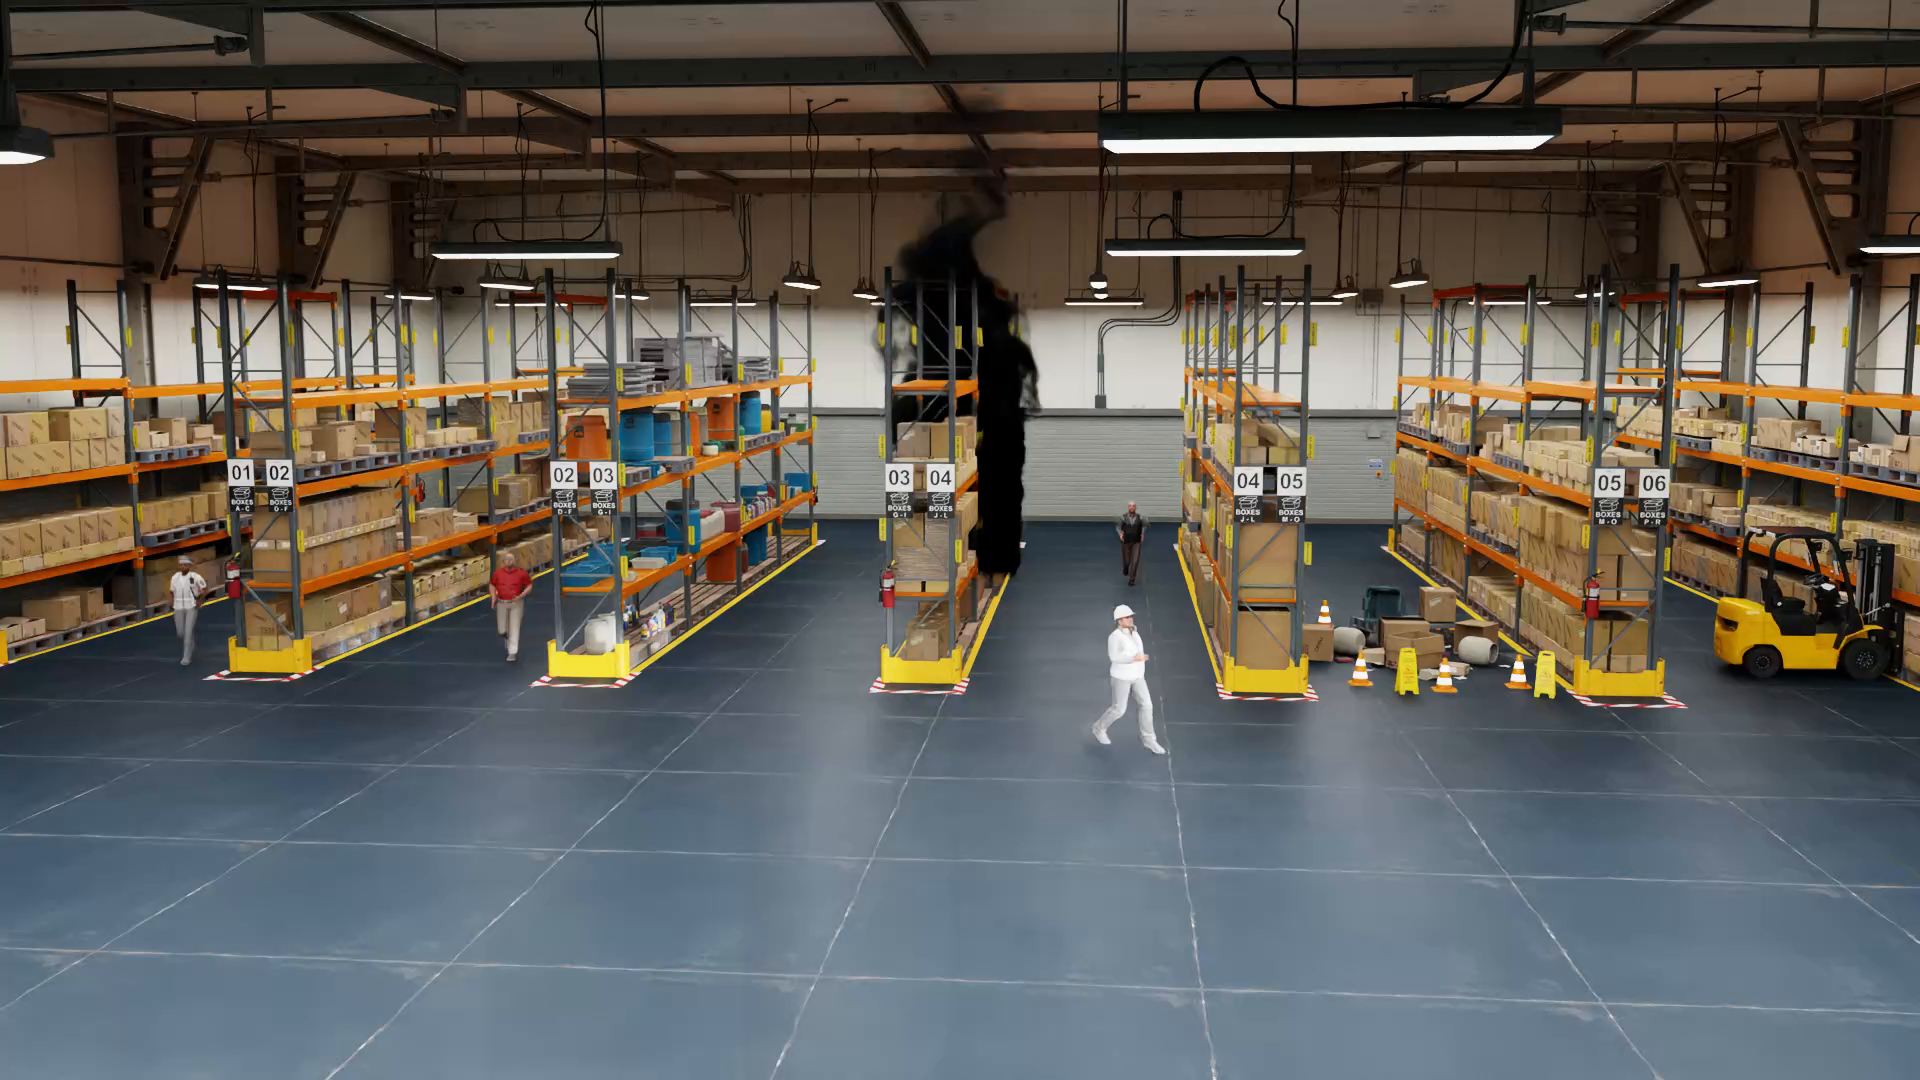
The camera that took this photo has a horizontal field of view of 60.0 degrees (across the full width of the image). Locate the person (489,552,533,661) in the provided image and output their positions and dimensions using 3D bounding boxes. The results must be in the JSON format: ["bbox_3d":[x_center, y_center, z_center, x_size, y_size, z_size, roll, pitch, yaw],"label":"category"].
[{"bbox_3d":[-7.009,1.024,25.939,0.666,1.678,0.619,-1,7,-6],"label":"person"}]

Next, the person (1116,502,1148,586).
[{"bbox_3d":[3.495,0.063,33.838,0.659,1.690,0.765,0,7,1],"label":"person"}]

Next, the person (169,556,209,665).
[{"bbox_3d":[-11.984,1.063,25.838,0.575,1.686,0.715,-1,7,-9],"label":"person"}]

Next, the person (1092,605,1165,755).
[{"bbox_3d":[2.054,1.672,20.193,0.962,1.774,0.662,7,10,44],"label":"person"}]
